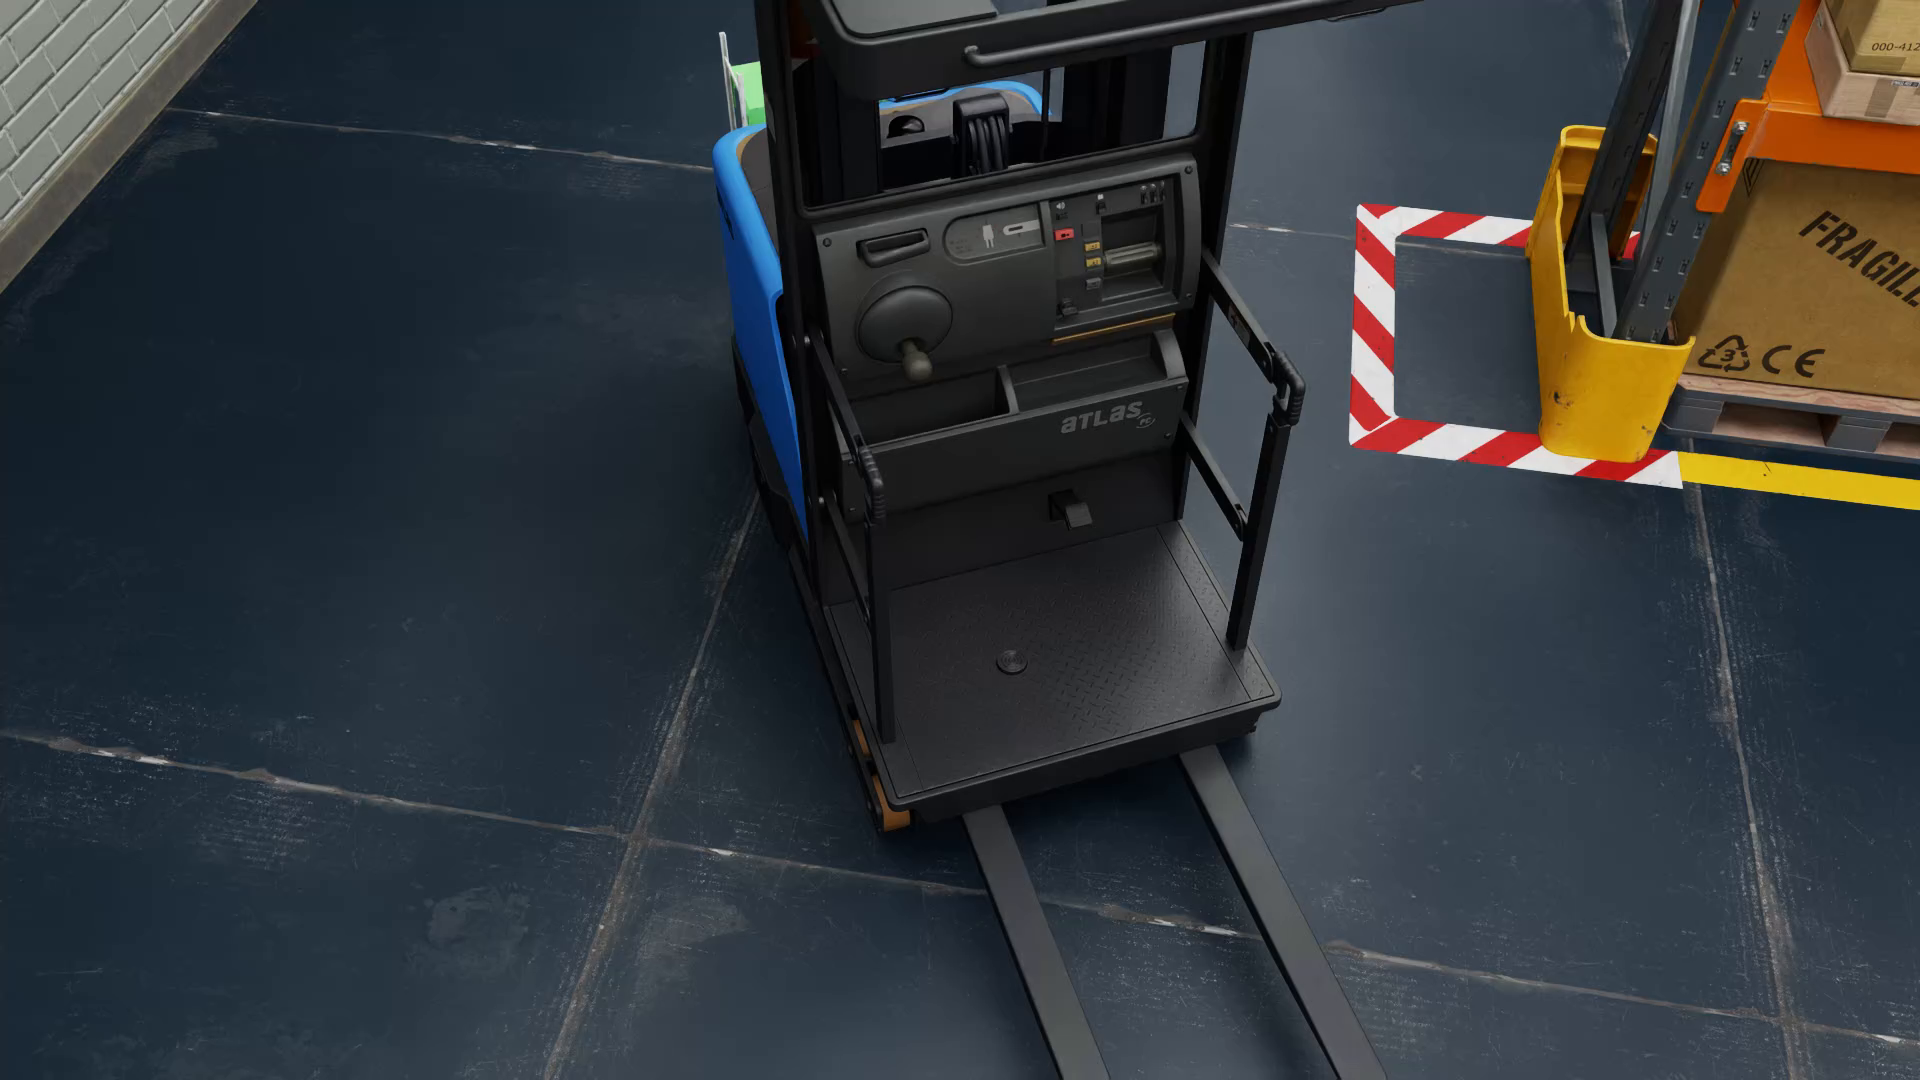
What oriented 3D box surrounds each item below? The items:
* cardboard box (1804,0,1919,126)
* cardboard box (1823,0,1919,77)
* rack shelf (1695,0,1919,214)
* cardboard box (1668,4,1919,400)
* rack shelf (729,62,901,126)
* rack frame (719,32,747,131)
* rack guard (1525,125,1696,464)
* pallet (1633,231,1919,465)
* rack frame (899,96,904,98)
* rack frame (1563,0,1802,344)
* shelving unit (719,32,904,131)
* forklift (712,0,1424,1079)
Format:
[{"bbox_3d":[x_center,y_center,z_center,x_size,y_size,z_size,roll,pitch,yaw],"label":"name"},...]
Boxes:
[{"bbox_3d":[2.511,-1.322,4.590,0.250,0.149,0.380,8,49,7],"label":"cardboard box"},{"bbox_3d":[2.645,-1.482,4.466,0.500,0.250,0.500,7,48,6],"label":"cardboard box"},{"bbox_3d":[4.189,-1.189,4.786,4.000,0.370,1.077,8,49,7],"label":"rack shelf"},{"bbox_3d":[2.865,-1.098,5.366,0.875,0.875,0.875,8,49,7],"label":"cardboard box"},{"bbox_3d":[-0.449,-1.380,5.124,0.480,0.148,0.258,-14,50,-12],"label":"rack shelf"},{"bbox_3d":[-0.680,-1.044,5.381,0.015,1.200,0.240,-14,50,-12],"label":"rack frame"},{"bbox_3d":[2.197,-0.862,5.688,0.348,0.500,1.175,8,49,7],"label":"rack guard"},{"bbox_3d":[3.021,-0.714,5.749,1.213,0.211,1.003,8,49,7],"label":"pallet"},{"bbox_3d":[-0.217,-1.159,5.485,0.015,1.200,0.240,-14,50,-12],"label":"rack frame"},{"bbox_3d":[2.221,-1.694,4.756,0.127,3.000,1.000,8,49,7],"label":"rack frame"},{"bbox_3d":[-0.449,-1.101,5.433,0.503,1.200,0.258,-14,50,-12],"label":"shelving unit"},{"bbox_3d":[0.196,-0.534,3.759,1.130,2.935,3.031,-14,49,-12],"label":"forklift"}]
